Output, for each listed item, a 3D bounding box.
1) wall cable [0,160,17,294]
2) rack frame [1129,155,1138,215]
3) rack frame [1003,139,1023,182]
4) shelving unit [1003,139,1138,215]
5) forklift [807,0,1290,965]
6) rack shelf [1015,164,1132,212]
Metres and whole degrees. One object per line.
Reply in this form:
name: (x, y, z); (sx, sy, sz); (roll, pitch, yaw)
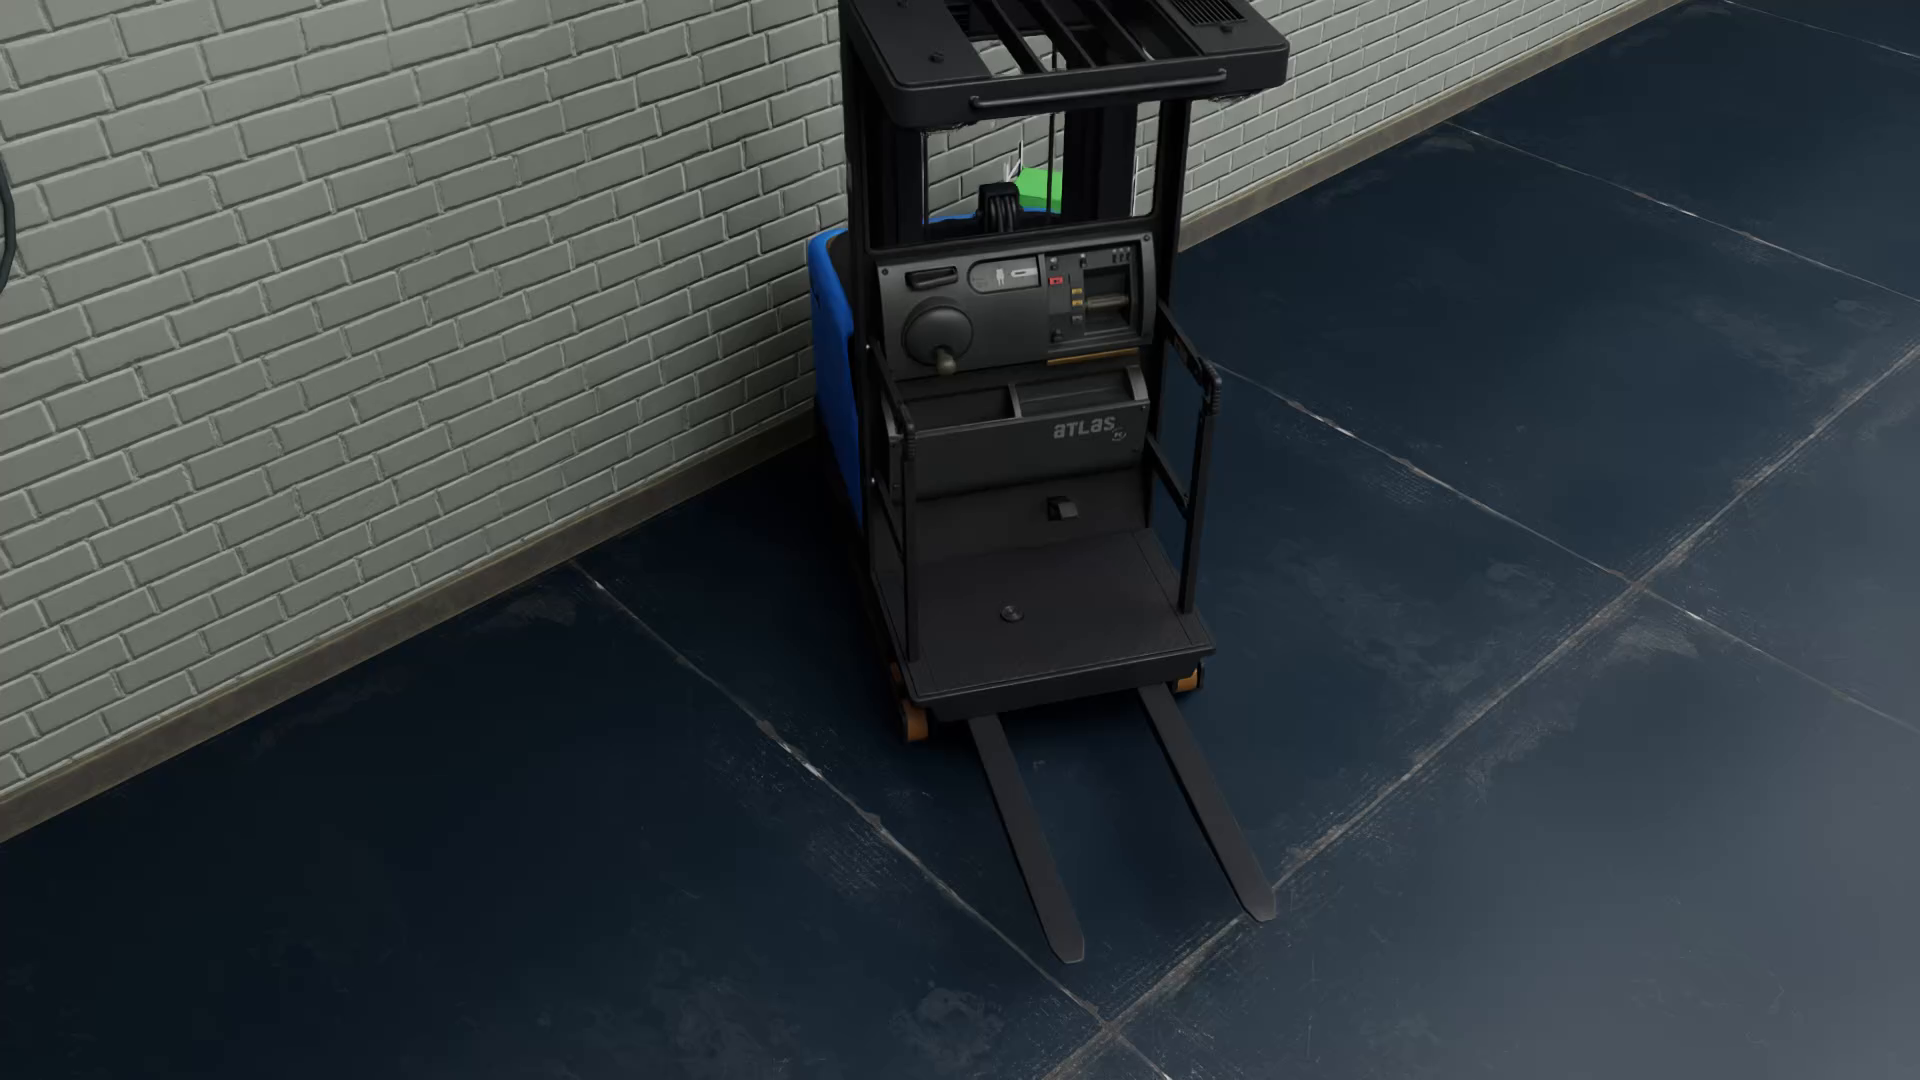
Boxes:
wall cable: (-3.739, -0.951, 3.237); (3.097, 2.526, 0.112); (-30, 48, -32)
rack frame: (0.684, -1.031, 7.071); (0.015, 1.200, 0.240); (11, 40, 13)
rack frame: (0.218, -1.121, 7.184); (0.015, 1.200, 0.240); (11, 40, 13)
shelving unit: (0.451, -1.076, 7.127); (0.503, 1.200, 0.258); (11, 40, 13)
forklift: (0.249, -0.700, 5.283); (1.130, 2.935, 3.031); (-9, 40, -11)
rack shelf: (0.451, -1.400, 6.866); (0.480, 0.148, 0.258); (11, 40, 13)
